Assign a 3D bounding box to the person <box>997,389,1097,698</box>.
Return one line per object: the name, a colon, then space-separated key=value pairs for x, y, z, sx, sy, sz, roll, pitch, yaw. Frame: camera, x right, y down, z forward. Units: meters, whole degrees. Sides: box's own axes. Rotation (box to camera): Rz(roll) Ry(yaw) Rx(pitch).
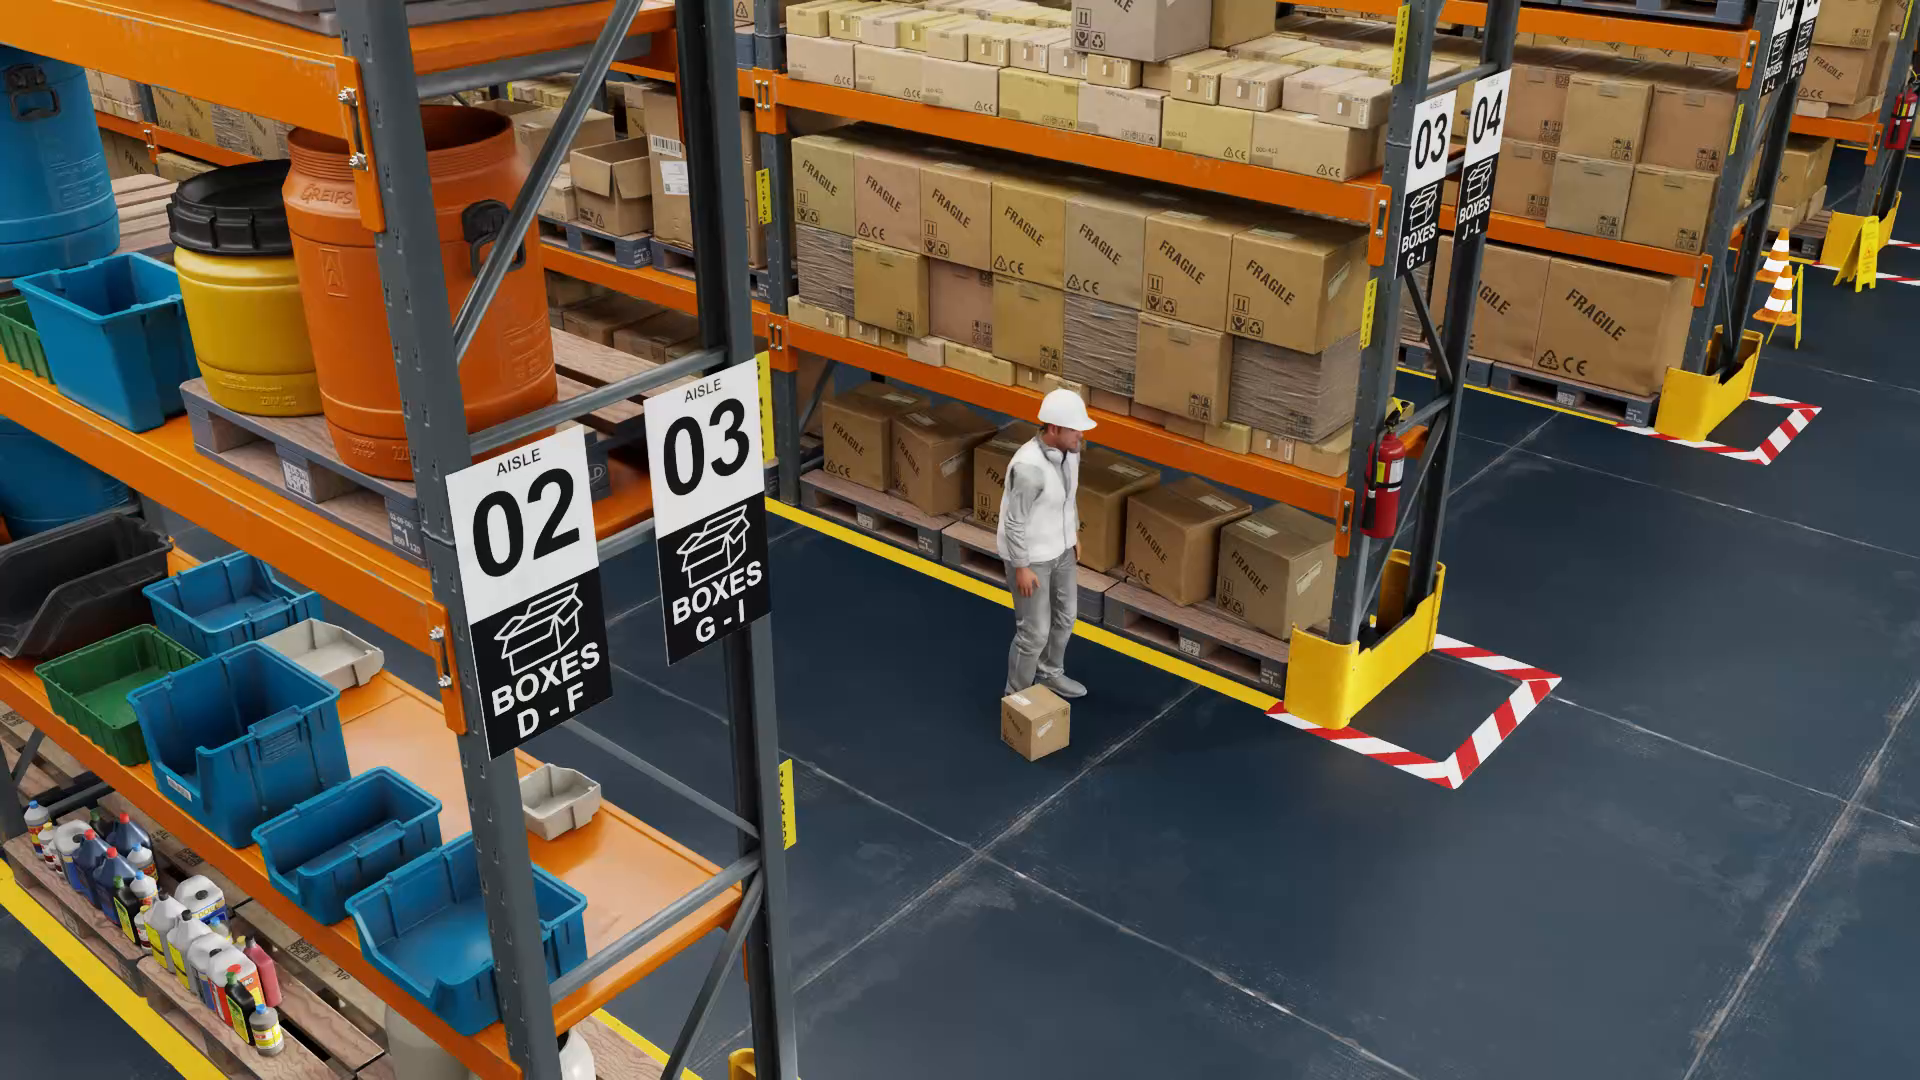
person: x=0.437 y=0.059 z=8.476 sx=0.468 sy=1.769 sz=0.582 roll=18 pitch=32 yaw=31
